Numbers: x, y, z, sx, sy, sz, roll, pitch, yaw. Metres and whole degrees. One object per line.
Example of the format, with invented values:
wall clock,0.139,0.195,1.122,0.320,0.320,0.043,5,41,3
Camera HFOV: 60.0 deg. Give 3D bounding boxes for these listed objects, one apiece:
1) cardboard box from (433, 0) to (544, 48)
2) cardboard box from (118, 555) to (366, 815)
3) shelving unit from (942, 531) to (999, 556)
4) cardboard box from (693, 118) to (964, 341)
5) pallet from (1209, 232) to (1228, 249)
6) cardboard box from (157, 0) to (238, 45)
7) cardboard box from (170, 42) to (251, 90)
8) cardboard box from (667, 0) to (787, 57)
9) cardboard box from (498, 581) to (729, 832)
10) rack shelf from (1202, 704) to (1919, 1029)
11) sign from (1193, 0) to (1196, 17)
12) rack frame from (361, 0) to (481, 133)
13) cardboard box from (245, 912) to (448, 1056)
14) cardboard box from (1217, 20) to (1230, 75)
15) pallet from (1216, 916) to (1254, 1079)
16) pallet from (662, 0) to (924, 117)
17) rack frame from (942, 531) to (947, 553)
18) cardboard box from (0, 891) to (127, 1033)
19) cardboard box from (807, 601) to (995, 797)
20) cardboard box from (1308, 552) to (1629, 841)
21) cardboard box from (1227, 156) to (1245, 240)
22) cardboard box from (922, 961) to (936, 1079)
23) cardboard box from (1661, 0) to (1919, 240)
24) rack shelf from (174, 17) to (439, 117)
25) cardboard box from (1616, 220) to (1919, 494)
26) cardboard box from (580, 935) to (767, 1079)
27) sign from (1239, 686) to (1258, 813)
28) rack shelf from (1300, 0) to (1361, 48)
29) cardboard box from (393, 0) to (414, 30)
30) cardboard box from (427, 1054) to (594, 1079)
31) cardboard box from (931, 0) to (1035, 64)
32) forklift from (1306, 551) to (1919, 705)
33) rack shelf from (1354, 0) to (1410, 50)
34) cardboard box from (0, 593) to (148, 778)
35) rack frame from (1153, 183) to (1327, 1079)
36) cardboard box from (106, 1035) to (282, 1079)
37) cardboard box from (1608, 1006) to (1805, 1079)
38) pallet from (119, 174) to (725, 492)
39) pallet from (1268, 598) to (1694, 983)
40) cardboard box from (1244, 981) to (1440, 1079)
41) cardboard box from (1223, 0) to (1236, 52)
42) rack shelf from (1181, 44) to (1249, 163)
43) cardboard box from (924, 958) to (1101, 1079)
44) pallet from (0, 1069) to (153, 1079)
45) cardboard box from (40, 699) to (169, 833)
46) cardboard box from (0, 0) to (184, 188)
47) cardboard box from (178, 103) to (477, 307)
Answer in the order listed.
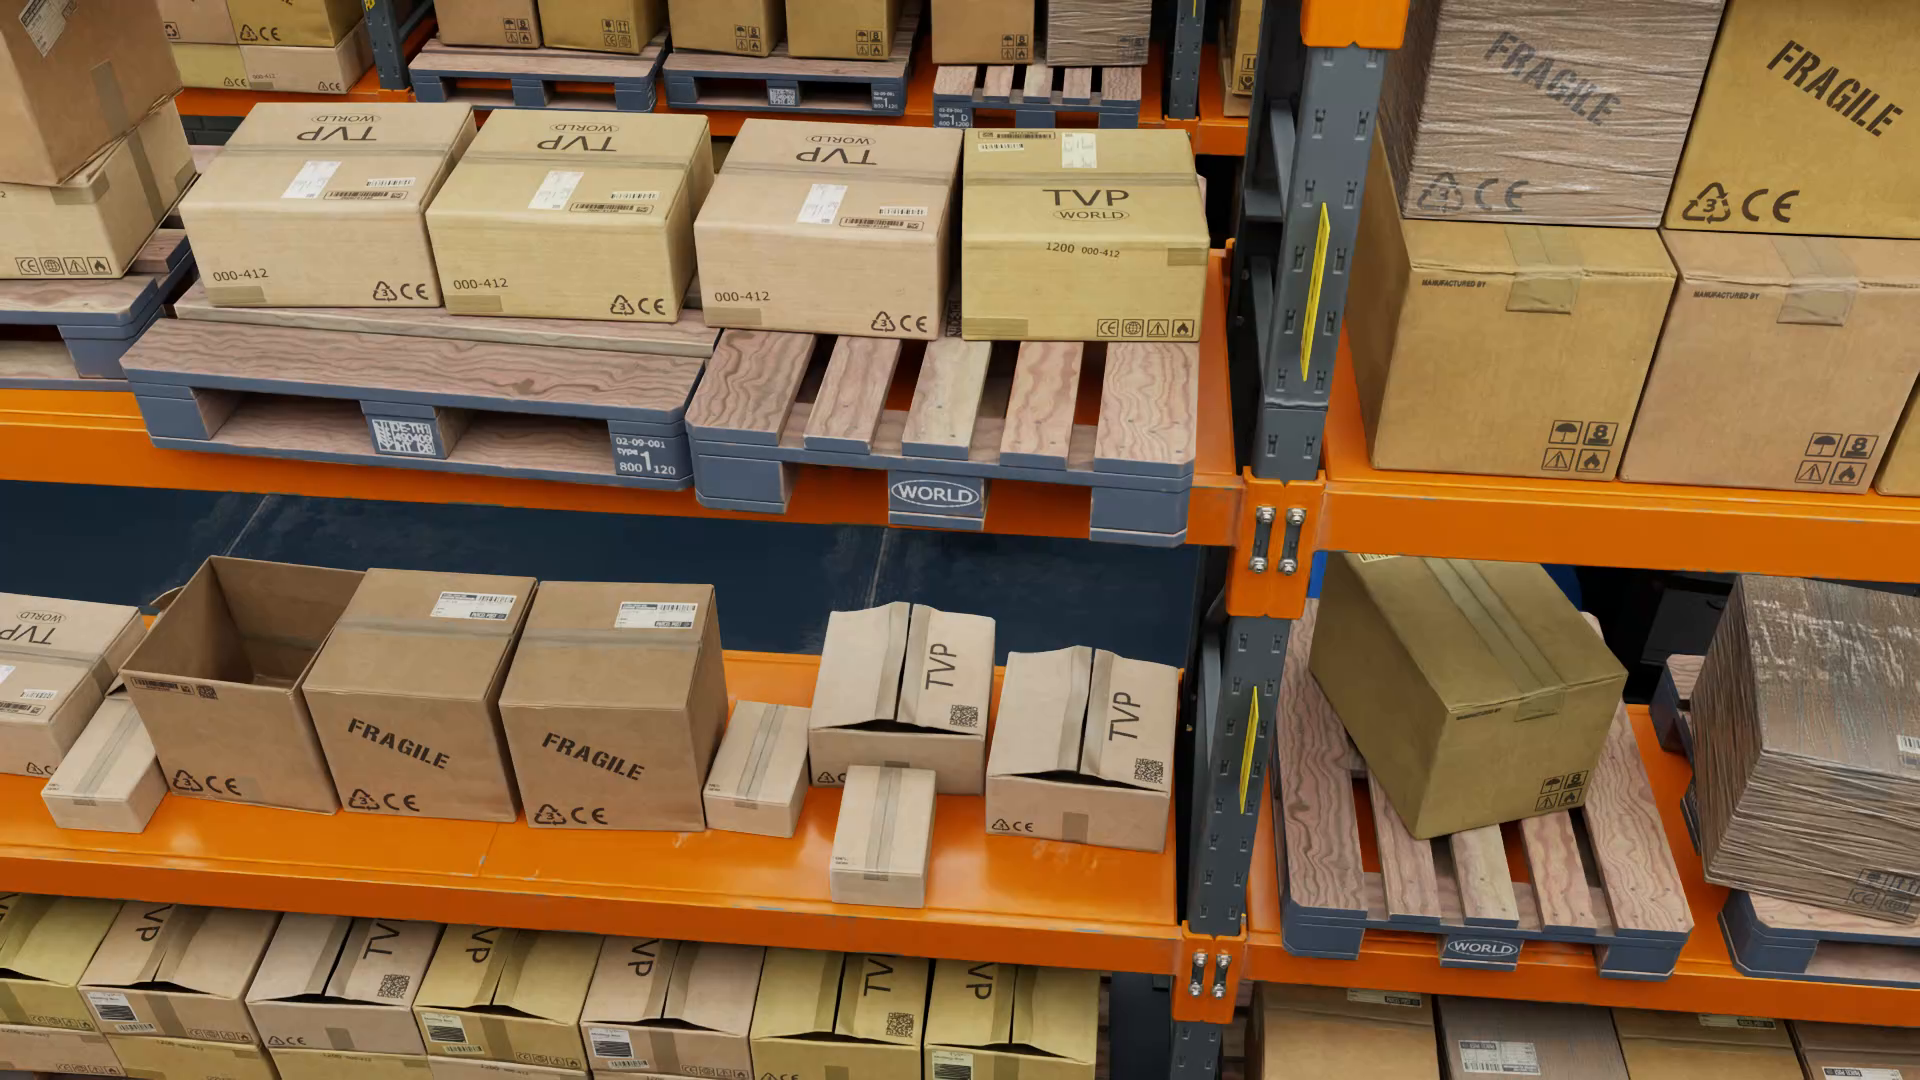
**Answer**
cardboard box,-2.344,-2.905,8.515,0.500,0.500,0.700,3,39,4
cardboard box,-1.983,0.413,4.787,0.500,0.500,0.500,6,40,7
shelving unit,0.053,-0.404,7.415,0.252,1.050,0.215,3,39,4
cardboard box,-0.267,-0.685,3.626,0.500,0.250,0.500,4,39,5
pallet,1.916,-1.355,9.247,1.213,0.211,1.003,3,39,4
cardboard box,-3.843,-2.840,8.372,0.500,0.500,0.500,3,39,4
cardboard box,-3.842,-2.562,8.624,0.500,0.250,0.500,3,39,4
cardboard box,-1.129,-2.854,8.452,0.500,0.500,0.700,8,40,10
cardboard box,-0.960,0.469,4.718,0.500,0.500,0.500,1,39,1
rack shelf,2.706,0.977,4.743,4.000,0.370,1.077,3,39,4
sign,1.100,-2.603,7.718,0.005,0.325,0.100,3,39,4
rack frame,-2.848,-2.744,8.746,0.127,3.000,1.000,3,39,4
cardboard box,-1.867,1.294,5.185,0.500,0.311,0.500,2,39,2
cardboard box,1.484,-2.580,8.727,0.250,0.149,0.380,4,39,5
pallet,1.454,1.735,5.451,1.213,0.211,1.003,3,39,4
pallet,-0.839,-2.534,8.639,1.213,0.211,1.003,3,39,4
rack frame,-0.068,-0.411,7.423,0.008,1.050,0.200,3,39,4
cardboard box,-2.881,1.236,5.256,0.500,0.311,0.500,3,39,4
cardboard box,-0.161,0.453,4.888,0.500,0.311,0.500,3,39,3
cardboard box,1.350,0.351,4.531,0.500,0.500,0.700,-9,40,-11
cardboard box,1.858,-1.733,8.873,0.750,0.750,0.750,3,39,3
cardboard box,-0.346,1.591,5.264,0.500,0.250,0.500,3,39,3
cardboard box,1.656,-0.945,3.288,0.500,0.500,0.500,3,39,4
rack shelf,-4.841,-2.574,9.107,4.000,0.370,1.077,3,39,4
cardboard box,1.659,-0.583,3.634,0.500,0.500,0.910,3,39,4
cardboard box,-0.851,1.348,5.119,0.500,0.311,0.500,3,39,4
sign,0.669,0.489,3.856,0.005,0.325,0.100,3,39,4
rack shelf,-1.279,-1.412,3.244,4.000,0.370,1.077,3,39,4
cardboard box,-3.298,-2.855,8.984,0.500,0.250,0.500,4,39,4
cardboard box,-1.359,1.536,5.332,0.500,0.250,0.500,4,39,5
cardboard box,0.109,-2.769,8.348,0.500,0.500,0.700,0,39,0
forklift,3.006,-0.679,6.263,3.031,2.935,1.130,8,40,10
rack shelf,2.706,-1.195,2.976,4.000,0.370,1.077,3,39,4
cardboard box,-2.777,0.429,4.966,0.500,0.250,0.500,5,39,7
rack frame,0.713,0.589,4.650,0.127,3.000,1.000,3,39,4
cardboard box,-2.382,1.481,5.400,0.500,0.250,0.500,4,39,5
cardboard box,2.164,1.648,4.981,0.500,0.500,0.500,3,39,3
pallet,-1.085,-0.541,3.812,1.213,0.211,1.003,5,39,6
pallet,1.395,0.656,4.720,1.003,0.211,1.213,3,39,4
cardboard box,1.142,1.592,5.049,0.500,0.500,0.500,5,39,6
cardboard box,1.630,-2.829,8.518,0.500,0.500,0.500,3,39,4
rack shelf,3.130,-2.139,8.571,4.000,0.370,1.077,3,39,4
cardboard box,0.170,1.401,5.053,0.500,0.311,0.500,4,39,5
pallet,-2.534,1.468,5.779,1.213,0.211,1.003,3,39,4
cardboard box,-2.407,0.645,4.780,0.250,0.149,0.380,3,39,4
cardboard box,-2.091,-1.113,3.557,0.500,0.500,0.500,7,40,8
cardboard box,-1.372,-0.754,3.710,0.500,0.250,0.500,0,39,0
